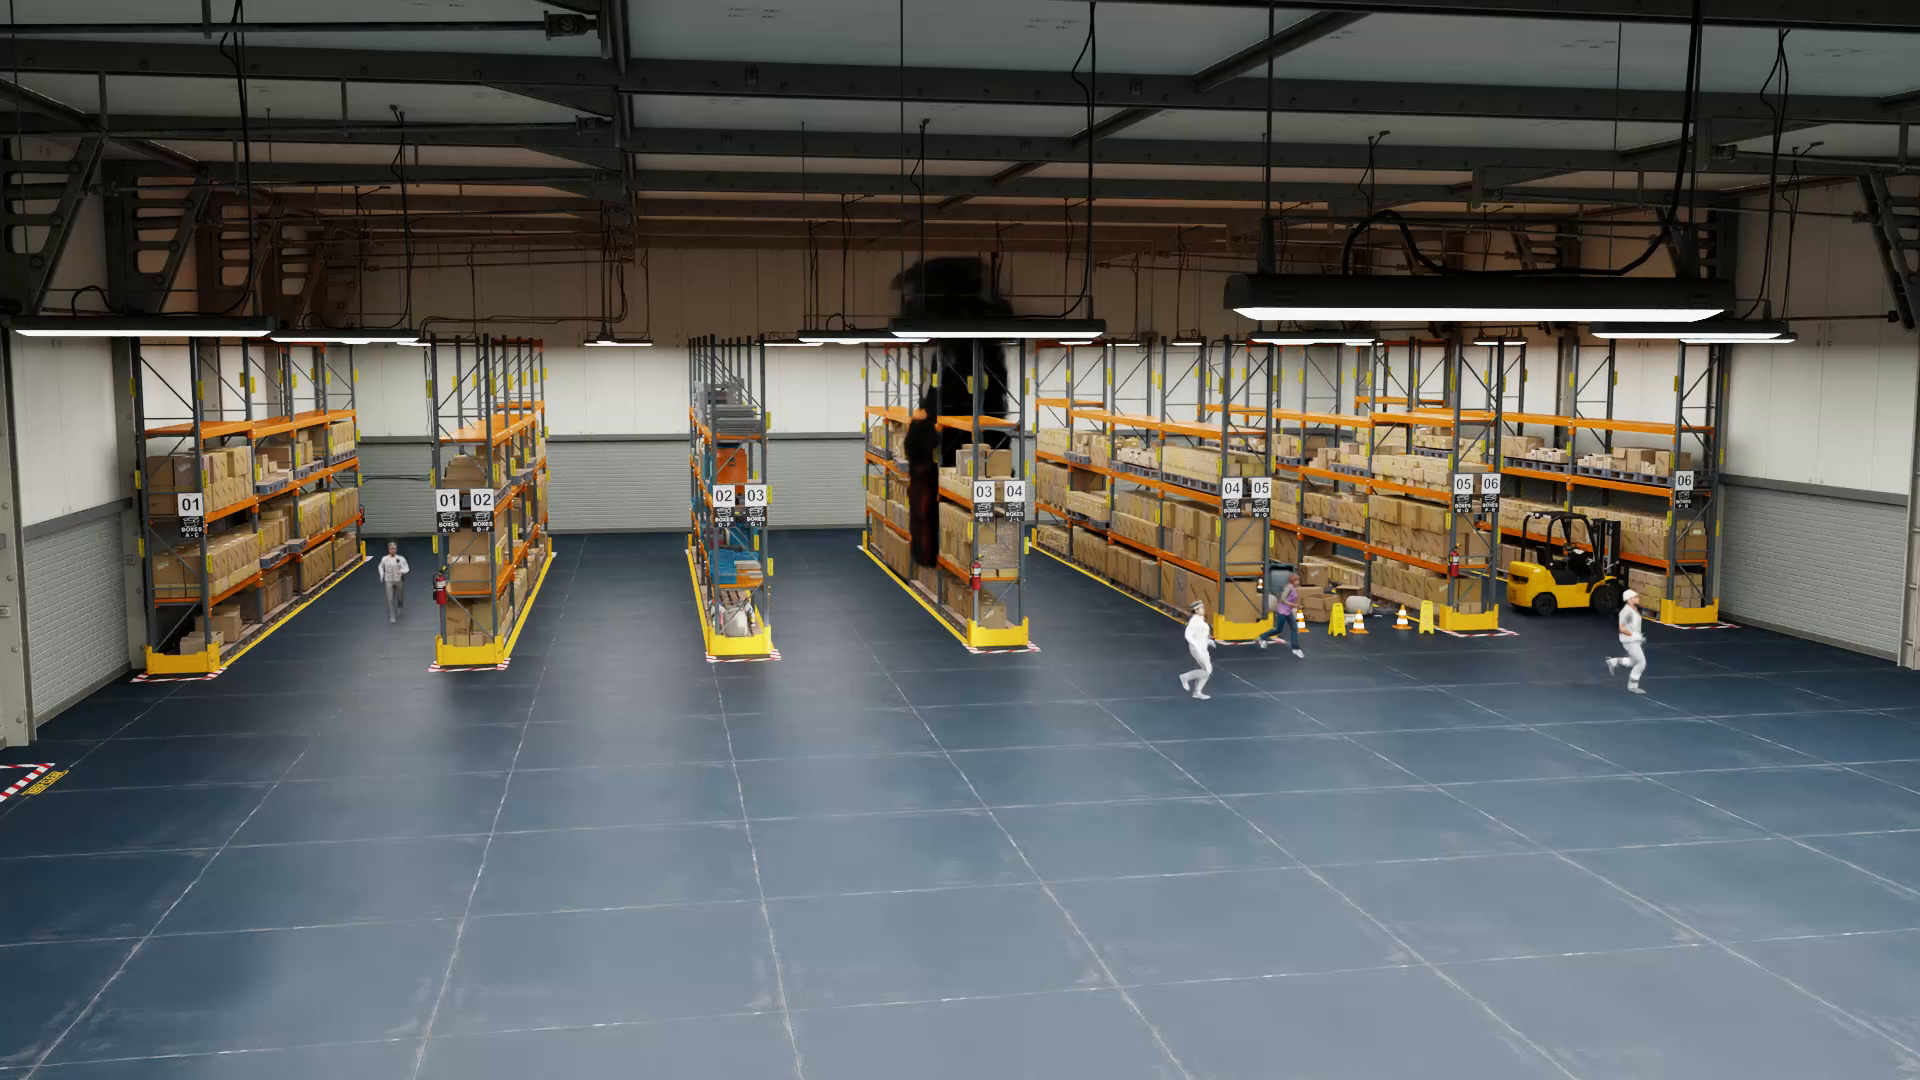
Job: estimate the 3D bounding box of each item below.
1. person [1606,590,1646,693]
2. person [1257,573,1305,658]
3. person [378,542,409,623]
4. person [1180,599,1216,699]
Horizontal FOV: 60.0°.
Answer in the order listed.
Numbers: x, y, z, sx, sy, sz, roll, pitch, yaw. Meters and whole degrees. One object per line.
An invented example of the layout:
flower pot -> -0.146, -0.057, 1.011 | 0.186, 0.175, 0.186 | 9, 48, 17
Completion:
person -> 11.198, 1.689, 27.919 | 0.671, 1.726, 0.669 | 4, 8, 31
person -> 6.069, 1.385, 31.209 | 0.918, 1.569, 0.578 | 4, 8, 30
person -> -11.933, 0.872, 35.044 | 0.624, 1.669, 0.874 | -2, 7, -15
person -> 3.911, 1.788, 27.326 | 0.544, 1.649, 0.631 | 2, 7, 20
